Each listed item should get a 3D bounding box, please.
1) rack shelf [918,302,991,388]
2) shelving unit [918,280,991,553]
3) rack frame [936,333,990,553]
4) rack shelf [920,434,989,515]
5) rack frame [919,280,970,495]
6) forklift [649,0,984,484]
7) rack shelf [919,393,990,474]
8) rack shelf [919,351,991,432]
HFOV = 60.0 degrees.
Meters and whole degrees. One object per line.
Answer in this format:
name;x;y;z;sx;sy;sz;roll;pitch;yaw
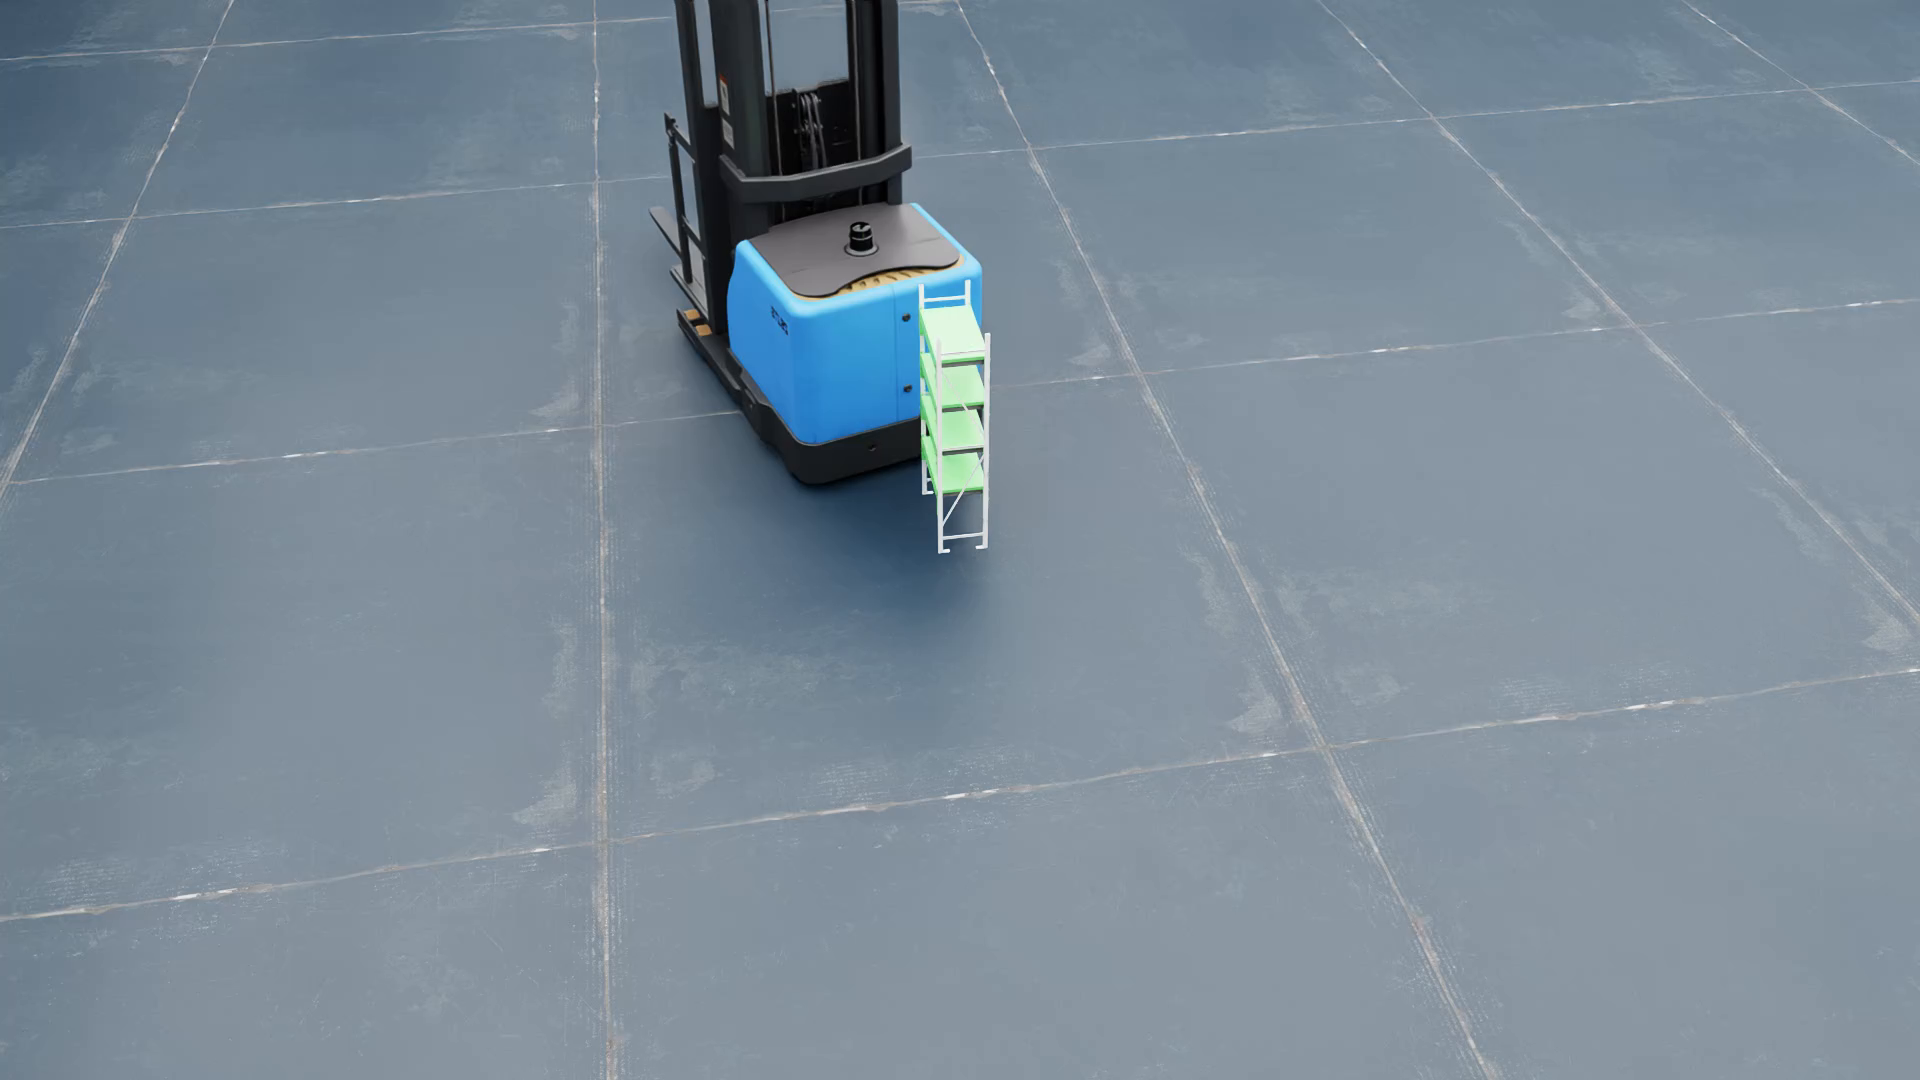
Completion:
rack shelf;-0.029;-0.902;7.655;0.258;0.148;0.480;-6;38;-8
shelving unit;-0.029;-0.574;7.911;0.258;1.200;0.503;-6;38;-8
rack frame;0.014;-0.426;7.721;0.240;1.200;0.015;-6;38;-8
rack shelf;-0.029;-0.334;8.097;0.258;0.148;0.480;-6;38;-8
rack frame;-0.072;-0.721;8.100;0.240;1.200;0.015;-6;38;-8
forklift;-0.983;-2.334;8.766;1.130;2.935;3.031;-17;41;-21
rack shelf;-0.029;-0.523;7.950;0.258;0.148;0.480;-6;38;-8
rack shelf;-0.029;-0.713;7.802;0.258;0.148;0.480;-6;38;-8
